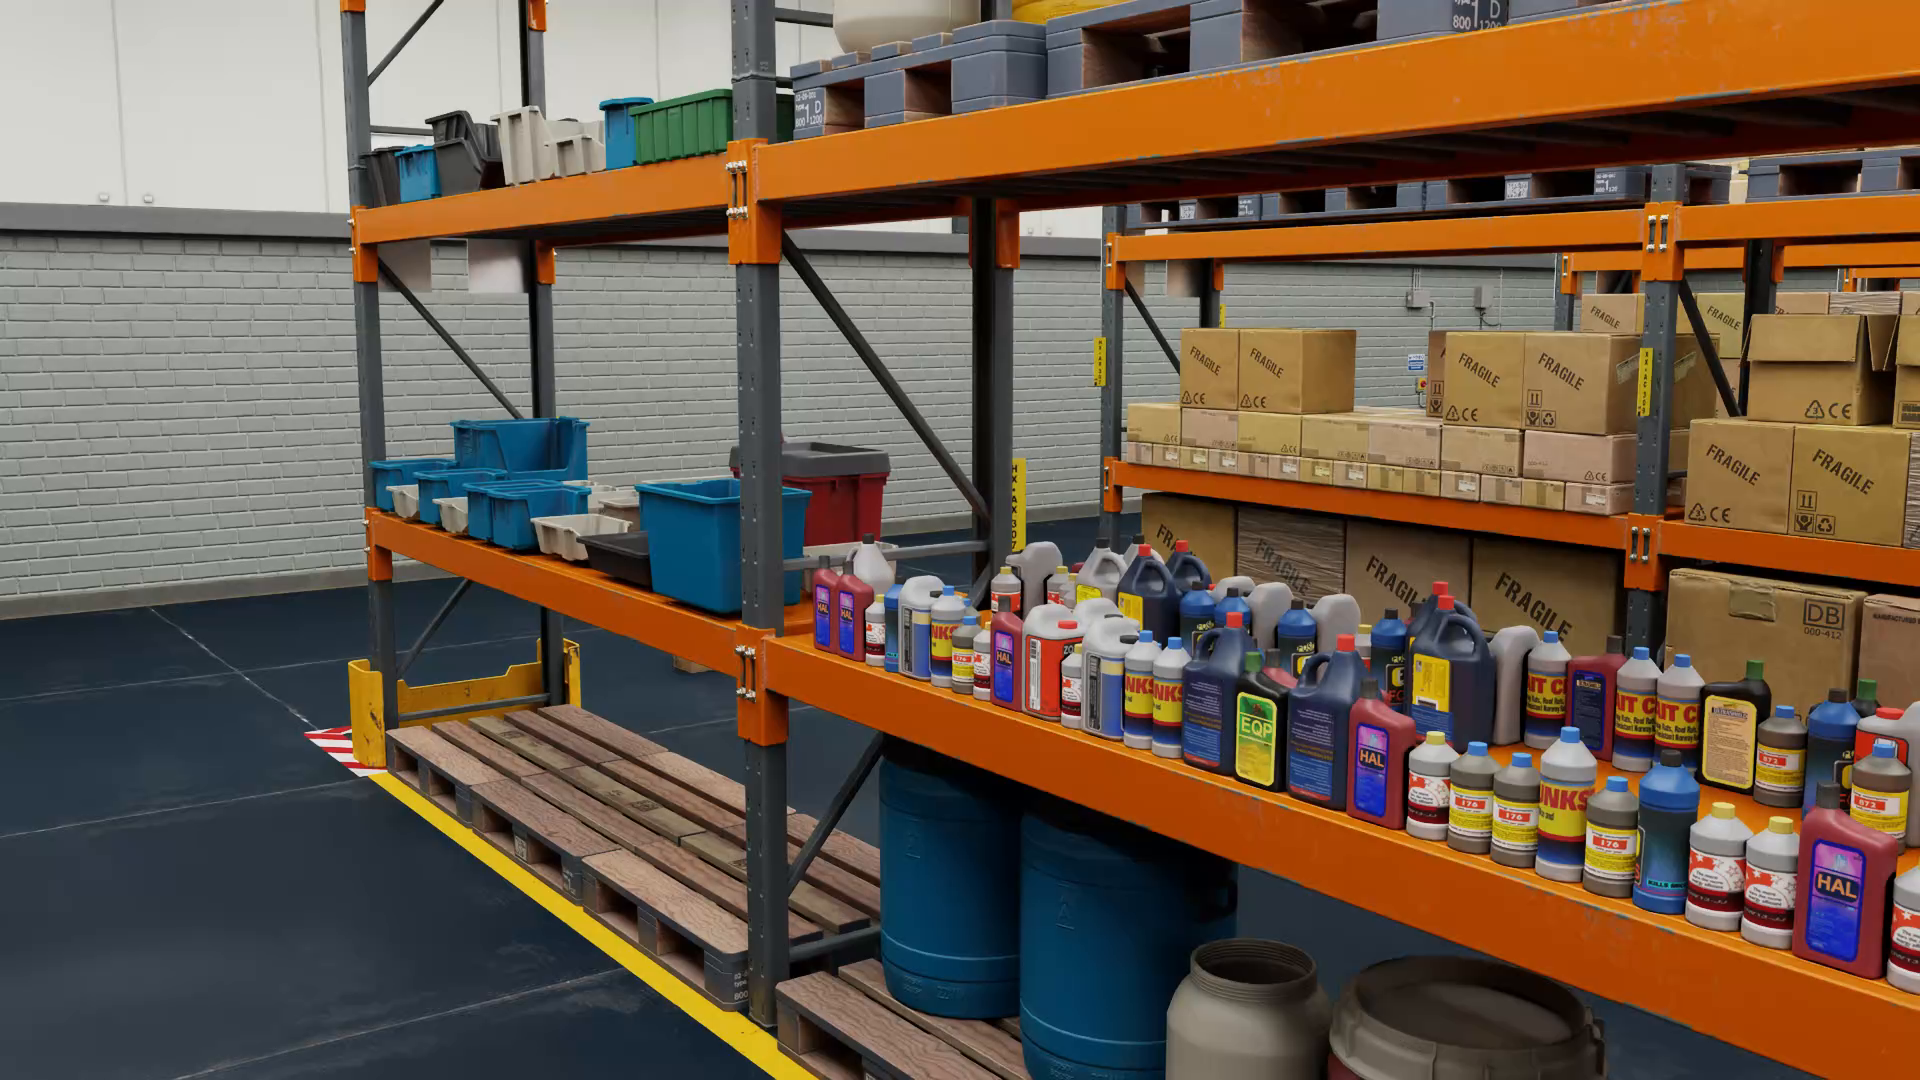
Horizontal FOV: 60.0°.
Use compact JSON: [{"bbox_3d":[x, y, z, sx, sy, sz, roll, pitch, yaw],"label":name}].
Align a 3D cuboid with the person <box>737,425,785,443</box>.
[{"bbox_3d":[-1.304,-0.011,11.024,0.343,1.648,0.458,-5,10,-35],"label":"person"}]
